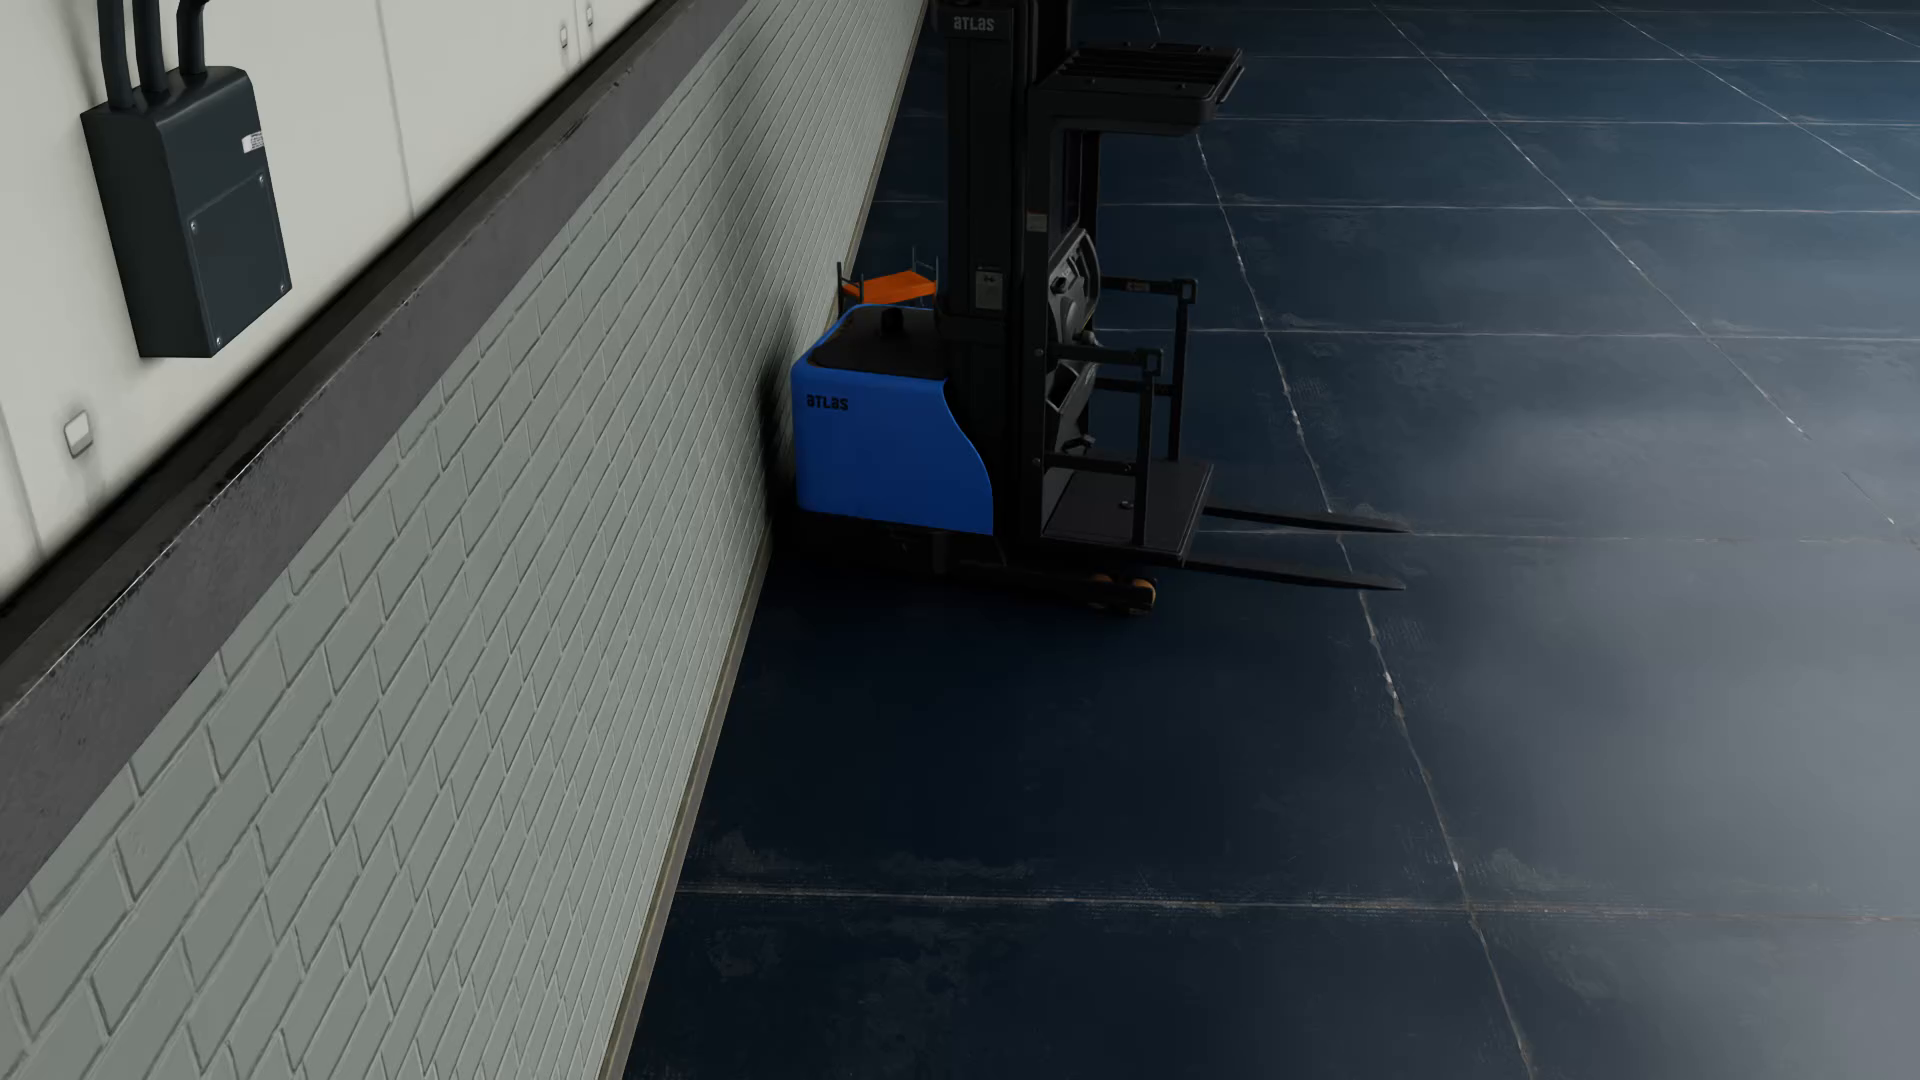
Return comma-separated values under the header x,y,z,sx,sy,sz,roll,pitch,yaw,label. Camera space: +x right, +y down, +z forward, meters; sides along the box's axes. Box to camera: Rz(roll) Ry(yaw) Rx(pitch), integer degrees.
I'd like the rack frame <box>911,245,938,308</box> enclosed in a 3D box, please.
x,y,z,sx,sy,sz,roll,pitch,yaw,label
-0.202,-1.072,9.488,0.015,1.200,0.240,-19,34,-31,rack frame

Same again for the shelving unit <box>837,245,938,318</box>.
x,y,z,sx,sy,sz,roll,pitch,yaw,label
-0.400,-1.005,9.361,0.503,1.200,0.258,-19,34,-31,shelving unit

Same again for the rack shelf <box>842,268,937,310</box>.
x,y,z,sx,sy,sz,roll,pitch,yaw,label
-0.397,-1.350,9.173,0.480,0.148,0.258,-19,34,-31,rack shelf

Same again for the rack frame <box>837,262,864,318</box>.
x,y,z,sx,sy,sz,roll,pitch,yaw,label
-0.597,-0.938,9.234,0.015,1.200,0.240,-19,34,-31,rack frame

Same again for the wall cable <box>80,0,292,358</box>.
x,y,z,sx,sy,sz,roll,pitch,yaw,label
-1.083,-3.456,2.030,0.169,6.003,2.305,1,28,2,wall cable

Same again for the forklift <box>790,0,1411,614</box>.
x,y,z,sx,sy,sz,roll,pitch,yaw,label
0.734,-1.213,7.908,3.031,2.935,1.130,8,29,14,forklift
